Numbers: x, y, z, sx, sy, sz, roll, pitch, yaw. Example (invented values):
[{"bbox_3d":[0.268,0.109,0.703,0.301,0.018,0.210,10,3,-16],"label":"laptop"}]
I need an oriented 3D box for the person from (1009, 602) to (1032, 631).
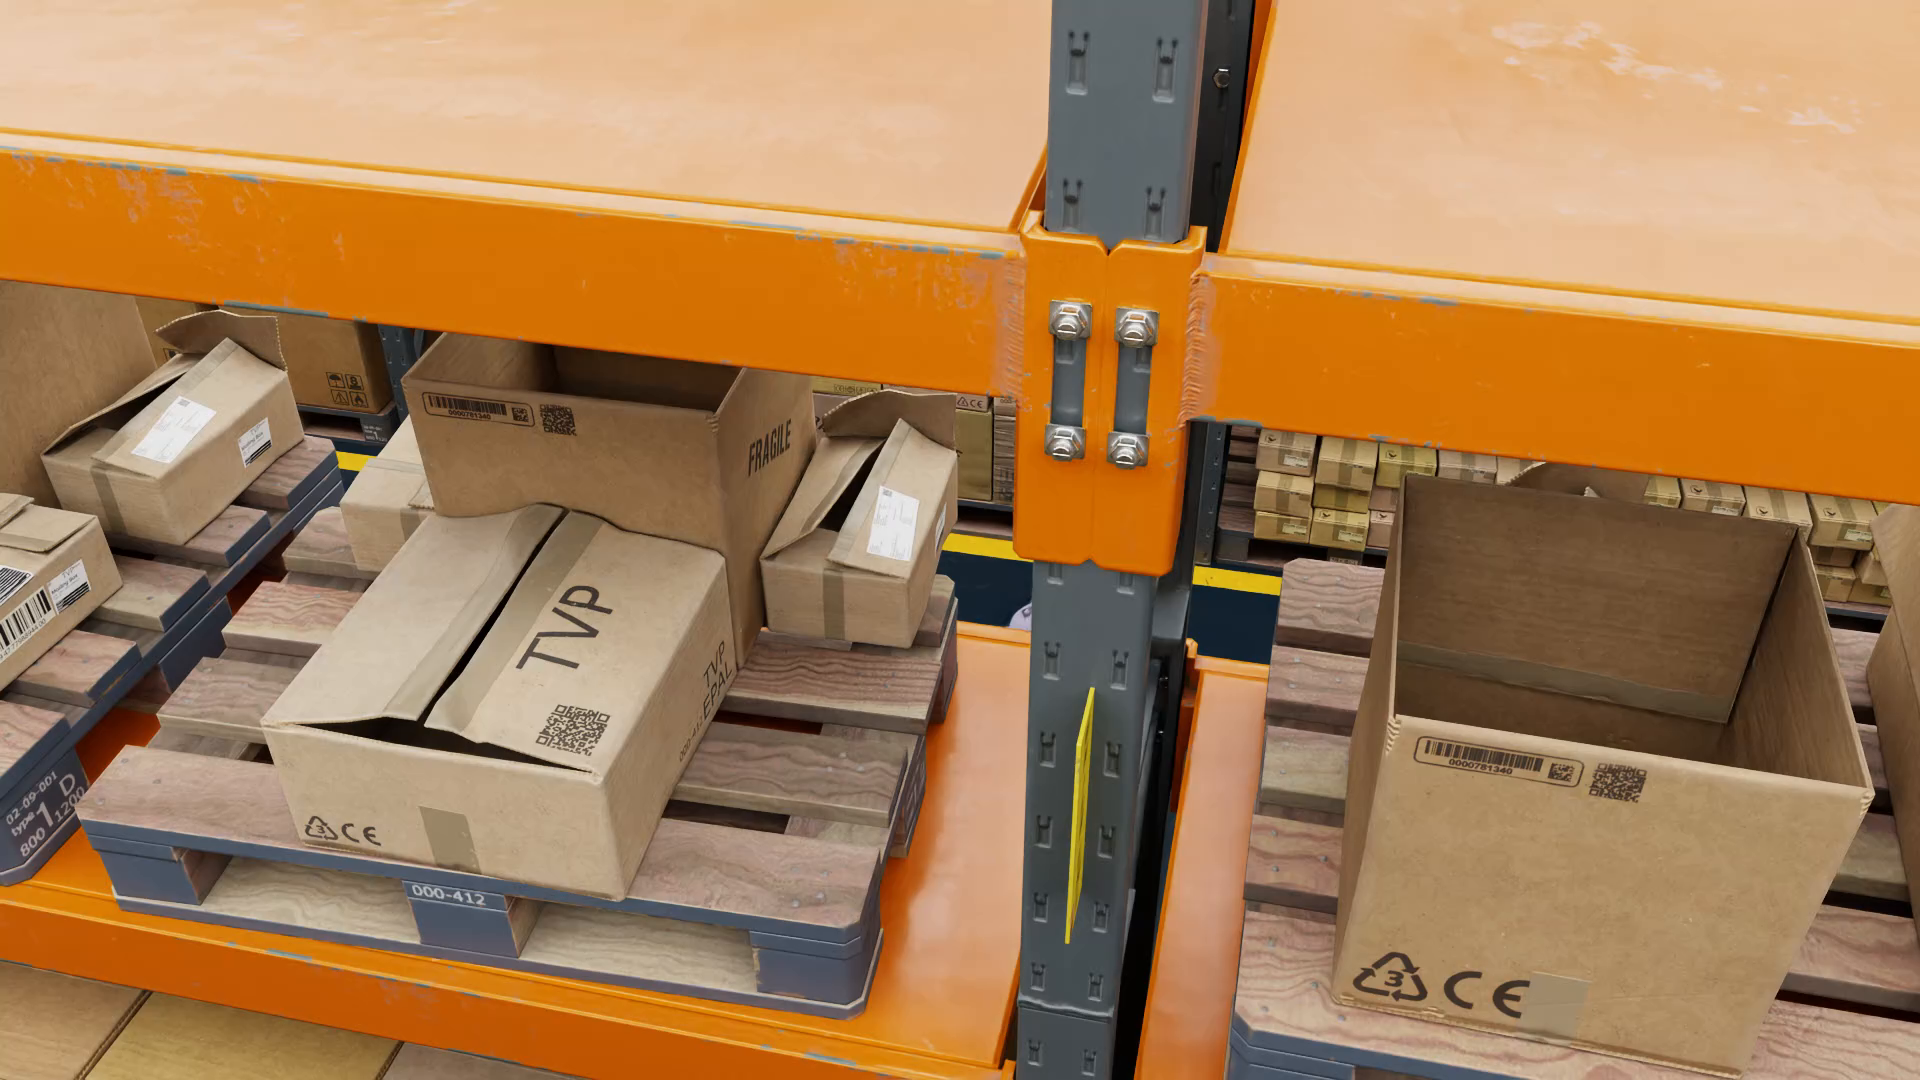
[{"bbox_3d":[0.400,0.729,5.676,0.528,1.666,0.452,-7,37,-9],"label":"person"}]
